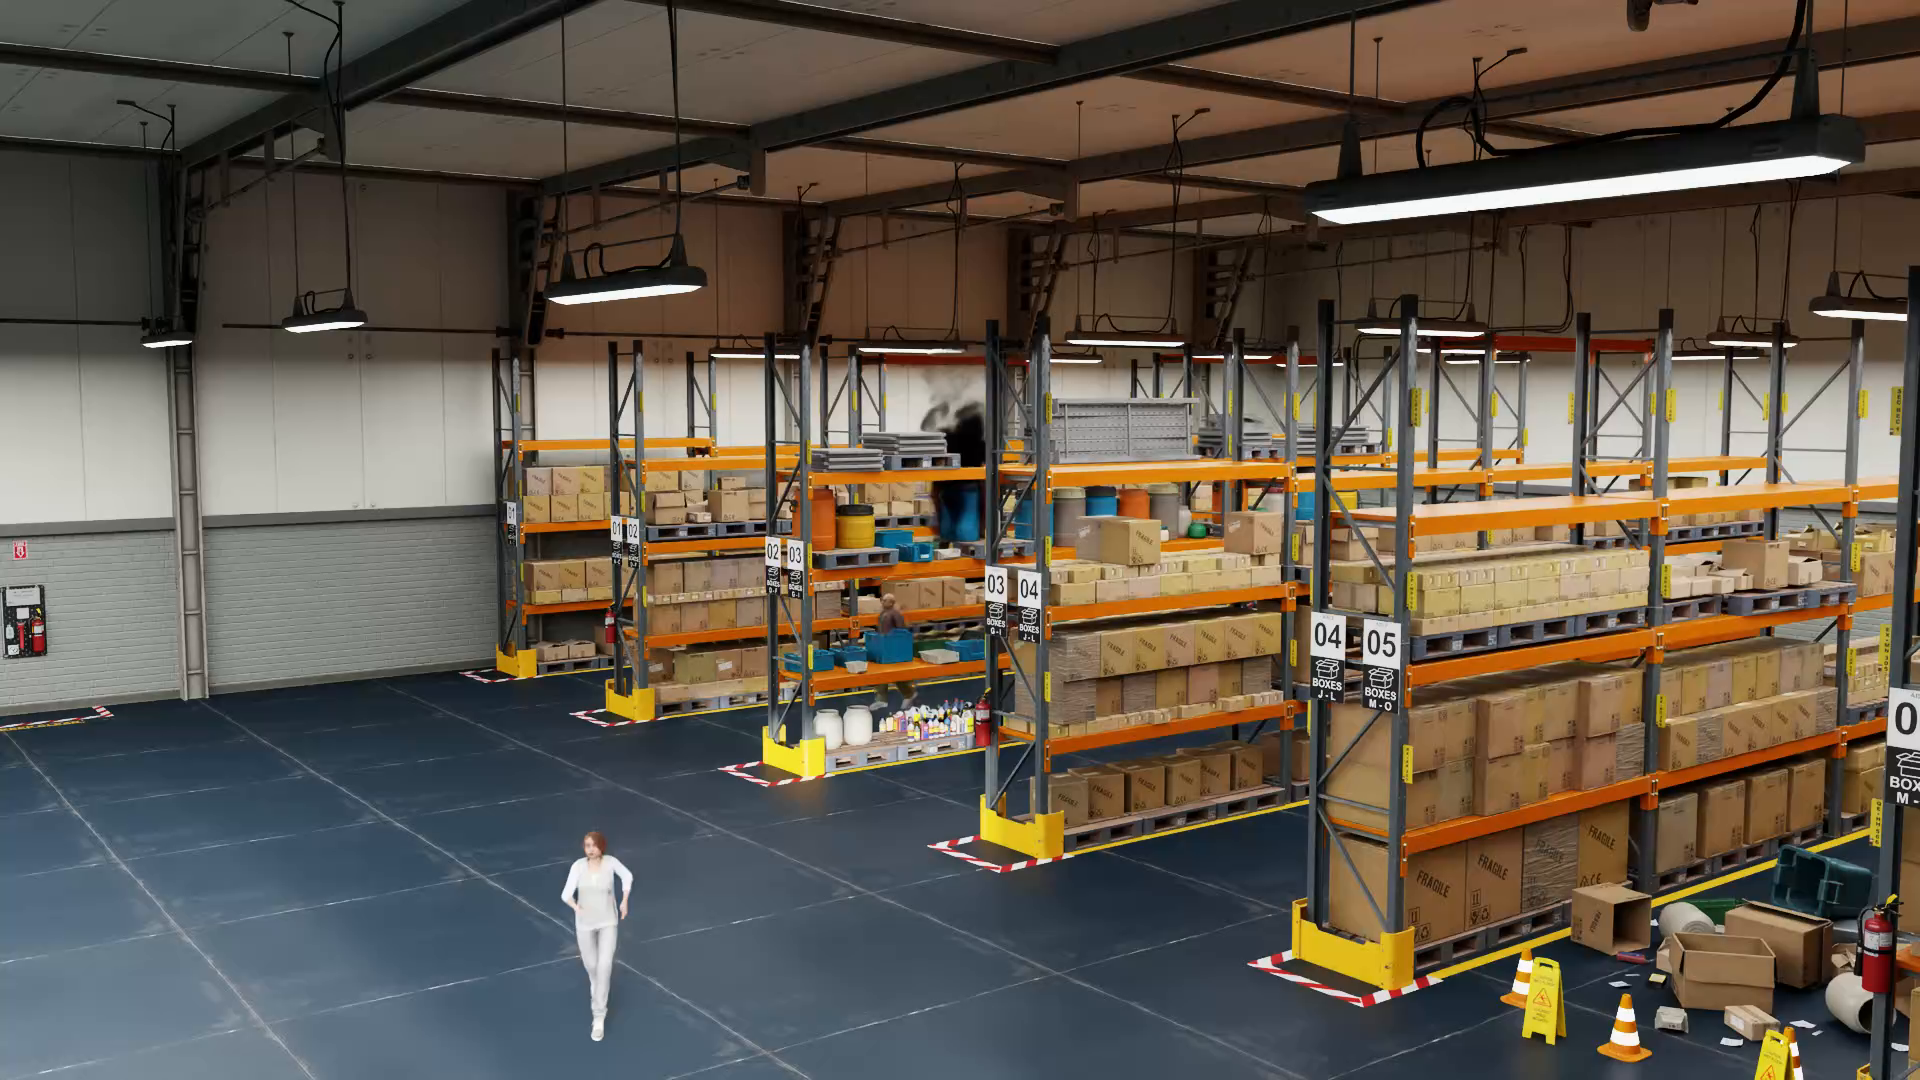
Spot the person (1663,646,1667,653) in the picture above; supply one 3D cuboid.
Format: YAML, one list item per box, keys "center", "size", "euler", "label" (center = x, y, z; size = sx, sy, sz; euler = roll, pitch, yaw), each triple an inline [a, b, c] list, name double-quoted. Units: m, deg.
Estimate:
- center: [9.898, 2.291, 23.552]
  size: [0.586, 1.640, 0.714]
  euler: [5, 7, 44]
  label: "person"

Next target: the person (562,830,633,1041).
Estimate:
- center: [-2.976, 3.169, 13.645]
  size: [0.552, 1.600, 0.894]
  euler: [0, 5, -5]
  label: "person"

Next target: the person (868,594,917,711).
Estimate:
- center: [-1.073, 1.737, 25.776]
  size: [0.869, 1.823, 0.716]
  euler: [-3, 6, -34]
  label: "person"
